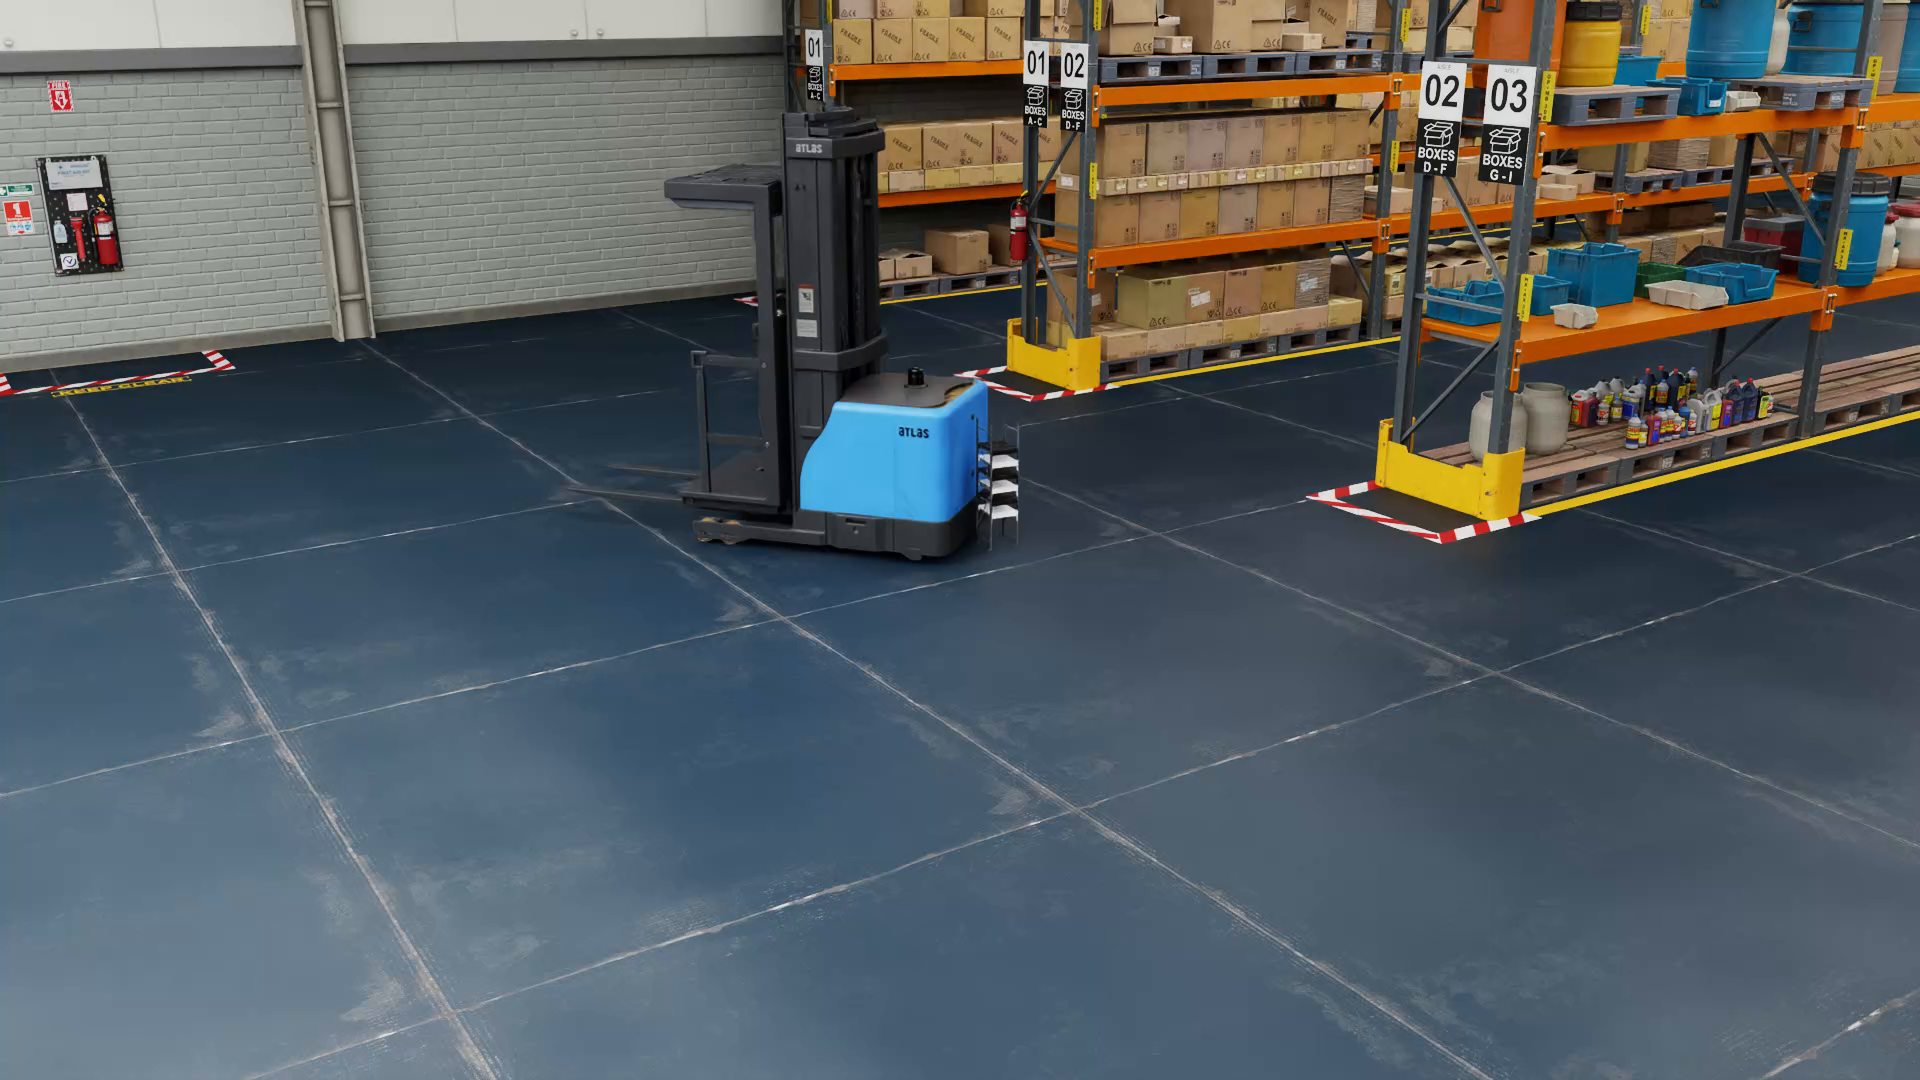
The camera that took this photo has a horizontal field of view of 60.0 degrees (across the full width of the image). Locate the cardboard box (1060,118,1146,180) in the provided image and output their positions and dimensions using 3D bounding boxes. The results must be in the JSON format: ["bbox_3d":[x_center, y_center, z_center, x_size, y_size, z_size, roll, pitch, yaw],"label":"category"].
[{"bbox_3d":[1.379,-3.789,16.088,0.500,0.500,0.700,-12,22,-31],"label":"cardboard box"}]

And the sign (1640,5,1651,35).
[{"bbox_3d":[7.918,-6.002,19.200,0.005,0.325,0.100,-12,22,-31],"label":"sign"}]

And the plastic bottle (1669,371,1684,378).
[{"bbox_3d":[6.237,-1.333,14.571,0.135,0.276,0.152,-11,22,-29],"label":"plastic bottle"}]

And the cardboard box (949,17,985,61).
[{"bbox_3d":[-0.038,-6.111,20.267,0.500,0.500,0.500,-10,21,-28],"label":"cardboard box"}]

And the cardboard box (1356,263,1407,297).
[{"bbox_3d":[4.761,-2.912,18.437,0.500,0.311,0.500,-12,22,-31],"label":"cardboard box"}]

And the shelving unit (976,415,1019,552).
[{"bbox_3d":[0.258,-0.393,11.502,0.210,0.900,0.258,-8,20,-23],"label":"shelving unit"}]

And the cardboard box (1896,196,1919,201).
[{"bbox_3d":[13.982,-4.720,24.239,0.500,0.500,0.500,-12,22,-31],"label":"cardboard box"}]

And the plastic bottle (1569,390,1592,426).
[{"bbox_3d":[5.177,-1.110,13.909,0.135,0.276,0.152,-12,22,-31],"label":"plastic bottle"}]

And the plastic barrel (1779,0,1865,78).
[{"bbox_3d":[7.305,-4.224,14.090,0.708,0.901,0.600,-12,22,-31],"label":"plastic barrel"}]

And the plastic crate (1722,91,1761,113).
[{"bbox_3d":[5.881,-3.323,12.620,0.396,0.136,0.243,-12,22,-31],"label":"plastic crate"}]

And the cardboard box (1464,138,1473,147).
[{"bbox_3d":[7.667,-6.148,25.608,0.250,0.149,0.380,-11,22,-30],"label":"cardboard box"}]

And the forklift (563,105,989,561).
[{"bbox_3d":[-1.364,-1.509,11.631,3.031,2.935,1.130,6,20,17],"label":"forklift"}]

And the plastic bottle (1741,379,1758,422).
[{"bbox_3d":[6.620,-1.181,14.004,0.185,0.351,0.144,-13,22,-33],"label":"plastic bottle"}]

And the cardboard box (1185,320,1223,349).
[{"bbox_3d":[2.341,-2.148,17.051,0.500,0.250,0.500,-12,22,-31],"label":"cardboard box"}]

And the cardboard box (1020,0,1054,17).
[{"bbox_3d":[0.827,-6.759,20.622,0.500,0.500,0.500,-11,21,-28],"label":"cardboard box"}]

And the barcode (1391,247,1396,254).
[{"bbox_3d":[4.721,-3.156,18.115,0.075,0.075,0.001,-12,22,-31],"label":"barcode"}]

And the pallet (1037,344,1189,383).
[{"bbox_3d":[1.553,-1.864,16.929,1.213,0.211,1.003,-12,22,-31],"label":"pallet"}]

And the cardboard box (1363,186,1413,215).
[{"bbox_3d":[4.666,-3.771,18.450,0.500,0.250,0.500,-10,21,-28],"label":"cardboard box"}]

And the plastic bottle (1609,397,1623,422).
[{"bbox_3d":[5.532,-1.104,14.010,0.097,0.201,0.097,0,19,0],"label":"plastic bottle"}]

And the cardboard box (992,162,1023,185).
[{"bbox_3d":[0.490,-4.664,21.059,0.500,0.250,0.500,-12,22,-32],"label":"cardboard box"}]

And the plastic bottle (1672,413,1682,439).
[{"bbox_3d":[5.797,-0.928,13.488,0.097,0.201,0.097,0,19,0],"label":"plastic bottle"}]

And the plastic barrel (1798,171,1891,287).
[{"bbox_3d":[7.489,-2.643,14.096,0.708,0.901,0.600,-12,22,-31],"label":"plastic barrel"}]

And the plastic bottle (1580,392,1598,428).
[{"bbox_3d":[5.236,-1.085,13.824,0.133,0.283,0.061,-12,22,-31],"label":"plastic bottle"}]

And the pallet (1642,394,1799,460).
[{"bbox_3d":[6.416,-0.990,14.344,1.213,0.211,1.003,-12,22,-31],"label":"pallet"}]

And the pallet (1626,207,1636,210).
[{"bbox_3d":[10.948,-5.699,28.273,1.213,0.211,1.003,-12,22,-31],"label":"pallet"}]

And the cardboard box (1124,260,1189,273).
[{"bbox_3d":[2.049,-2.645,17.352,0.500,0.500,0.500,-12,22,-31],"label":"cardboard box"}]

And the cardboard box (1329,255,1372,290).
[{"bbox_3d":[4.459,-3.054,18.856,0.500,0.311,0.500,-12,22,-31],"label":"cardboard box"}]

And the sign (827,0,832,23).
[{"bbox_3d":[-1.491,-6.054,18.919,0.005,0.325,0.100,-12,22,-31],"label":"sign"}]

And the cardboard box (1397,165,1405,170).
[{"bbox_3d":[7.020,-5.351,25.591,0.750,0.750,0.750,-11,22,-30],"label":"cardboard box"}]

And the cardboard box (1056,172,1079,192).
[{"bbox_3d":[1.152,-3.512,16.281,0.250,0.149,0.380,-12,22,-32],"label":"cardboard box"}]

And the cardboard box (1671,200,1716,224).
[{"bbox_3d":[9.587,-4.336,21.933,0.500,0.250,0.500,-12,22,-31],"label":"cardboard box"}]

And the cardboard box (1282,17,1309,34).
[{"bbox_3d":[3.262,-5.275,17.244,0.500,0.311,0.500,-13,23,-34],"label":"cardboard box"}]

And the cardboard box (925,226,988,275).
[{"bbox_3d":[-0.046,-3.702,21.227,0.500,0.500,0.700,-14,23,-35],"label":"cardboard box"}]

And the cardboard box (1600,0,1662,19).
[{"bbox_3d":[7.987,-6.466,19.785,0.500,0.500,0.500,-12,22,-31],"label":"cardboard box"}]

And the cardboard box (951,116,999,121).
[{"bbox_3d":[0.190,-5.159,21.352,0.500,0.500,0.500,-11,22,-30],"label":"cardboard box"}]

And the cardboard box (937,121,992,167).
[{"bbox_3d":[0.052,-4.929,20.672,0.500,0.500,0.500,-11,22,-30],"label":"cardboard box"}]

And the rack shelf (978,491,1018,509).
[{"bbox_3d":[0.258,-0.276,11.542,0.200,0.077,0.258,-8,20,-23],"label":"rack shelf"}]

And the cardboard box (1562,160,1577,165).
[{"bbox_3d":[10.194,-6.251,27.786,0.250,0.149,0.380,-12,22,-31],"label":"cardboard box"}]

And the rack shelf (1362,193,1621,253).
[{"bbox_3d":[5.949,-3.755,19.292,4.000,0.370,1.077,-12,22,-31],"label":"rack shelf"}]

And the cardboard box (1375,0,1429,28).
[{"bbox_3d":[4.815,-5.746,17.782,0.500,0.500,0.500,-12,22,-31],"label":"cardboard box"}]

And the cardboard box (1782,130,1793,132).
[{"bbox_3d":[11.240,-5.832,22.595,0.500,0.500,0.500,-12,22,-31],"label":"cardboard box"}]

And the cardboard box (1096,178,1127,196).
[{"bbox_3d":[1.384,-3.405,15.965,0.250,0.149,0.380,-12,22,-32],"label":"cardboard box"}]

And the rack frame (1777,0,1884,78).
[{"bbox_3d":[7.000,-5.260,13.253,0.127,3.000,1.000,-12,22,-31],"label":"rack frame"}]

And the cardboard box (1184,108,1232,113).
[{"bbox_3d":[3.476,-5.718,23.131,0.500,0.500,0.700,-12,22,-31],"label":"cardboard box"}]

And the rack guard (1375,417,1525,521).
[{"bbox_3d":[3.697,-0.555,12.607,0.348,0.500,1.175,-12,22,-31],"label":"rack guard"}]

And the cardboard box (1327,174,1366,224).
[{"bbox_3d":[3.911,-3.711,17.883,0.500,0.500,0.700,-13,22,-33],"label":"cardboard box"}]

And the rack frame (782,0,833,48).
[{"bbox_3d":[-1.790,-7.206,19.008,0.127,3.000,1.000,-12,22,-31],"label":"rack frame"}]

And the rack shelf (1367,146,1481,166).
[{"bbox_3d":[6.562,-5.784,25.294,4.000,0.370,1.077,-12,22,-31],"label":"rack shelf"}]

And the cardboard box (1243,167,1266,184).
[{"bbox_3d":[2.888,-3.722,16.903,0.250,0.149,0.380,-11,22,-30],"label":"cardboard box"}]

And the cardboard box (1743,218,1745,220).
[{"bbox_3d":[10.705,-4.014,22.149,0.500,0.500,0.500,-12,22,-32],"label":"cardboard box"}]

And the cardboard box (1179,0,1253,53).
[{"bbox_3d":[2.475,-4.992,16.114,0.500,0.500,0.500,-12,22,-31],"label":"cardboard box"}]

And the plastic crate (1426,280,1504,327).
[{"bbox_3d":[3.912,-1.811,12.652,0.616,0.251,0.499,-12,22,-31],"label":"plastic crate"}]

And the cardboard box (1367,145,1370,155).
[{"bbox_3d":[5.778,-5.725,24.358,0.250,0.149,0.380,-11,22,-30],"label":"cardboard box"}]

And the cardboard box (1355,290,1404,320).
[{"bbox_3d":[4.752,-2.645,18.522,0.500,0.250,0.500,-13,22,-33],"label":"cardboard box"}]

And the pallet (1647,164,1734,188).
[{"bbox_3d":[9.241,-4.701,21.267,1.213,0.211,1.003,-12,22,-31],"label":"pallet"}]

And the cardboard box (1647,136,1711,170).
[{"bbox_3d":[8.952,-4.946,20.879,0.500,0.500,0.700,-8,20,-21],"label":"cardboard box"}]

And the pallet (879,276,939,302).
[{"bbox_3d":[-1.028,-3.190,20.850,1.213,0.211,1.003,-12,22,-31],"label":"pallet"}]
